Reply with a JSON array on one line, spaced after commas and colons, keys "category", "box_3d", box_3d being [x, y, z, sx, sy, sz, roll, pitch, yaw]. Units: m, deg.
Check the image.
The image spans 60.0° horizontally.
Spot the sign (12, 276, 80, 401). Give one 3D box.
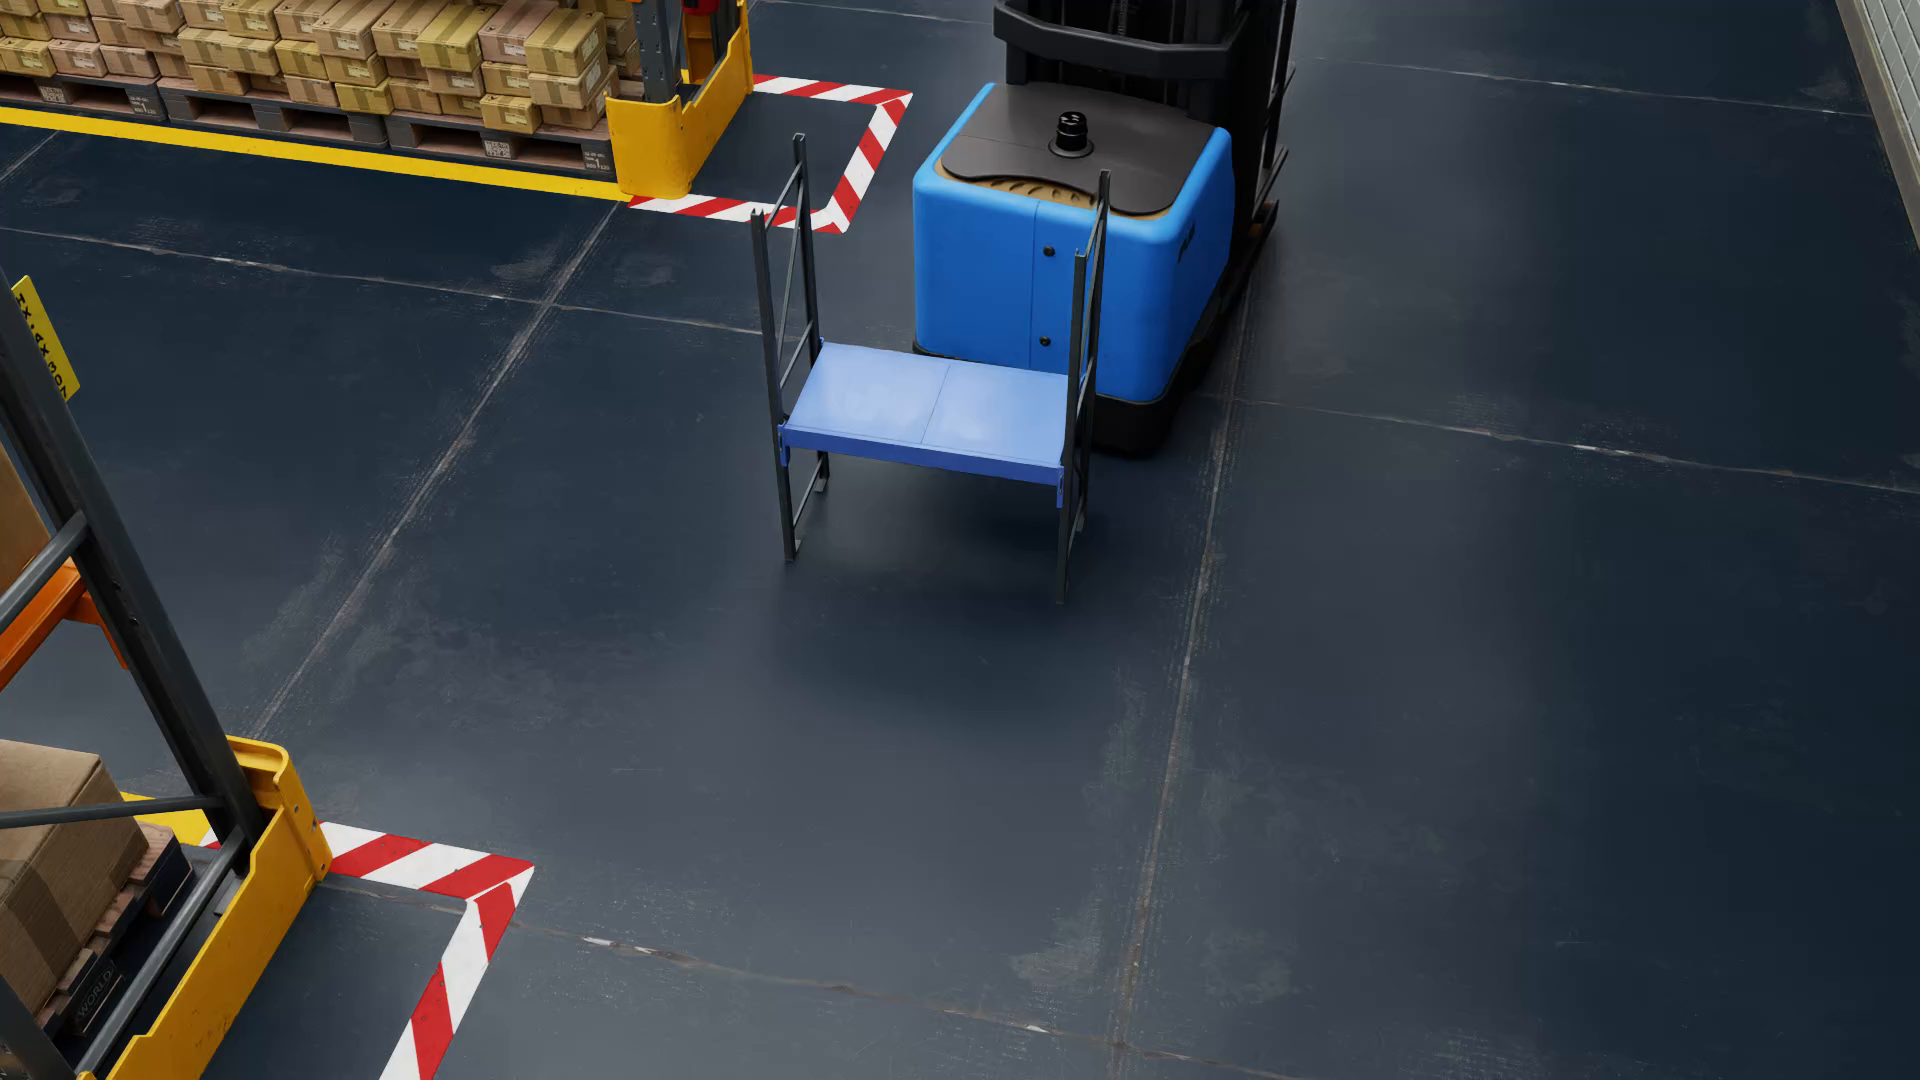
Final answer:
[{"category": "sign", "box_3d": [-2.142, -0.455, 3.878, 0.005, 0.325, 0.100, 9, 45, 9]}]

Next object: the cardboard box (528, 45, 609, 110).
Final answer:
[{"category": "cardboard box", "box_3d": [-1.865, -2.223, 7.935, 0.250, 0.149, 0.380, 8, 44, 8]}]

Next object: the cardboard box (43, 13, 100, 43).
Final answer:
[{"category": "cardboard box", "box_3d": [-4.395, -2.681, 8.410, 0.250, 0.149, 0.380, 9, 45, 9]}]

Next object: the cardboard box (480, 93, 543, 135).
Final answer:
[{"category": "cardboard box", "box_3d": [-2.119, -2.138, 8.061, 0.250, 0.149, 0.380, 10, 45, 10]}]

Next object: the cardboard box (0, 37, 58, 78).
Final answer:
[{"category": "cardboard box", "box_3d": [-4.646, -2.522, 8.460, 0.250, 0.149, 0.380, 10, 45, 10]}]

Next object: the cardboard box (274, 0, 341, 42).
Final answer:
[{"category": "cardboard box", "box_3d": [-3.118, -2.583, 8.094, 0.250, 0.149, 0.380, 7, 44, 8]}]

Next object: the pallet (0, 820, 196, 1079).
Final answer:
[{"category": "pallet", "box_3d": [-3.067, 1.197, 4.855, 1.213, 0.211, 1.003, 9, 45, 9]}]

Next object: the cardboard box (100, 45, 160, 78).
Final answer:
[{"category": "cardboard box", "box_3d": [-4.133, -2.515, 8.453, 0.250, 0.149, 0.380, 8, 44, 8]}]

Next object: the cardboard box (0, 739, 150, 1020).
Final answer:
[{"category": "cardboard box", "box_3d": [-2.935, 1.000, 4.593, 0.875, 0.438, 0.875, 7, 44, 8]}]

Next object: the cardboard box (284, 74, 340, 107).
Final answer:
[{"category": "cardboard box", "box_3d": [-3.127, -2.316, 8.246, 0.250, 0.149, 0.380, 10, 45, 10]}]

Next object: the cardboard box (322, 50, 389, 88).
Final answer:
[{"category": "cardboard box", "box_3d": [-2.880, -2.370, 8.088, 0.250, 0.149, 0.380, 9, 45, 10]}]

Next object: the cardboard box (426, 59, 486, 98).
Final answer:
[{"category": "cardboard box", "box_3d": [-2.372, -2.301, 8.016, 0.250, 0.149, 0.380, 7, 44, 7]}]

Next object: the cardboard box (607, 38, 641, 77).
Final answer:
[{"category": "cardboard box", "box_3d": [-1.729, -2.525, 8.464, 0.250, 0.149, 0.380, 10, 45, 10]}]

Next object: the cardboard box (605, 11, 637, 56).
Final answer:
[{"category": "cardboard box", "box_3d": [-1.742, -2.590, 8.316, 0.250, 0.149, 0.380, 11, 45, 11]}]

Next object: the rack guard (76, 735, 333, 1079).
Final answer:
[{"category": "rack guard", "box_3d": [-2.246, 1.164, 4.680, 0.348, 0.500, 1.175, 9, 45, 9]}]

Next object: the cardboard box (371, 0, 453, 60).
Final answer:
[{"category": "cardboard box", "box_3d": [-2.611, -2.465, 7.971, 0.250, 0.149, 0.380, 7, 44, 7]}]

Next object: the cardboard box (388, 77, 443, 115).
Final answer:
[{"category": "cardboard box", "box_3d": [-2.602, -2.265, 8.193, 0.250, 0.149, 0.380, 9, 45, 9]}]

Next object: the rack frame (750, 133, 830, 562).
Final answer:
[{"category": "rack frame", "box_3d": [-0.579, -0.630, 5.823, 0.032, 1.500, 0.500, 9, 45, 9]}]

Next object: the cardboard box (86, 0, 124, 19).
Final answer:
[{"category": "cardboard box", "box_3d": [-4.127, -2.746, 8.264, 0.250, 0.149, 0.380, 8, 44, 8]}]

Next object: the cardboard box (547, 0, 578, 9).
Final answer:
[{"category": "cardboard box", "box_3d": [-2.020, -2.713, 8.230, 0.250, 0.149, 0.380, 10, 45, 10]}]

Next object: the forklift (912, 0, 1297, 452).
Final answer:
[{"category": "forklift", "box_3d": [0.827, -2.436, 6.668, 1.130, 2.935, 3.031, 15, 46, 15]}]

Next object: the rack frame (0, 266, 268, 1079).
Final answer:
[{"category": "rack frame", "box_3d": [-2.269, 0.260, 3.817, 0.127, 3.000, 1.000, 9, 45, 9]}]

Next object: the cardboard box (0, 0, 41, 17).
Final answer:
[{"category": "cardboard box", "box_3d": [-4.644, -2.775, 8.294, 0.250, 0.149, 0.380, 11, 45, 11]}]

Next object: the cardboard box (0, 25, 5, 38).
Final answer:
[{"category": "cardboard box", "box_3d": [-4.907, -2.671, 8.400, 0.250, 0.149, 0.380, 11, 45, 11]}]

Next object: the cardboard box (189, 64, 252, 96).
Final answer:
[{"category": "cardboard box", "box_3d": [-3.630, -2.393, 8.327, 0.250, 0.149, 0.380, 8, 44, 8]}]

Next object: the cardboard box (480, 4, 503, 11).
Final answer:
[{"category": "cardboard box", "box_3d": [-2.255, -2.646, 8.375, 0.250, 0.149, 0.380, 9, 45, 10]}]

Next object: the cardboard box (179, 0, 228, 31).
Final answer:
[{"category": "cardboard box", "box_3d": [-3.612, -2.667, 8.182, 0.250, 0.149, 0.380, 7, 44, 7]}]

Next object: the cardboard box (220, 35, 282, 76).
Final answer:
[{"category": "cardboard box", "box_3d": [-3.401, -2.445, 8.165, 0.250, 0.149, 0.380, 9, 45, 9]}]

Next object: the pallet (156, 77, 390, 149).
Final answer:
[{"category": "pallet", "box_3d": [-3.333, -2.445, 8.638, 1.213, 0.211, 1.003, 9, 45, 9]}]

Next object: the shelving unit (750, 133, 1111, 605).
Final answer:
[{"category": "shelving unit", "box_3d": [-0.083, -0.553, 5.743, 1.048, 1.500, 0.538, 9, 45, 9]}]

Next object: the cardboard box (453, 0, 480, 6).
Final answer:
[{"category": "cardboard box", "box_3d": [-2.498, -2.820, 8.340, 0.250, 0.149, 0.380, 7, 44, 7]}]

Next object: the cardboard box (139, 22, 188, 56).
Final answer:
[{"category": "cardboard box", "box_3d": [-3.869, -2.580, 8.306, 0.250, 0.149, 0.380, 11, 45, 11]}]

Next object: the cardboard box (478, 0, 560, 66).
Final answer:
[{"category": "cardboard box", "box_3d": [-2.092, -2.429, 7.935, 0.250, 0.149, 0.380, 10, 45, 10]}]

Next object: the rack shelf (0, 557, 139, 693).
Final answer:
[{"category": "rack shelf", "box_3d": [-4.221, 0.216, 4.381, 4.000, 0.370, 1.077, 9, 45, 9]}]
